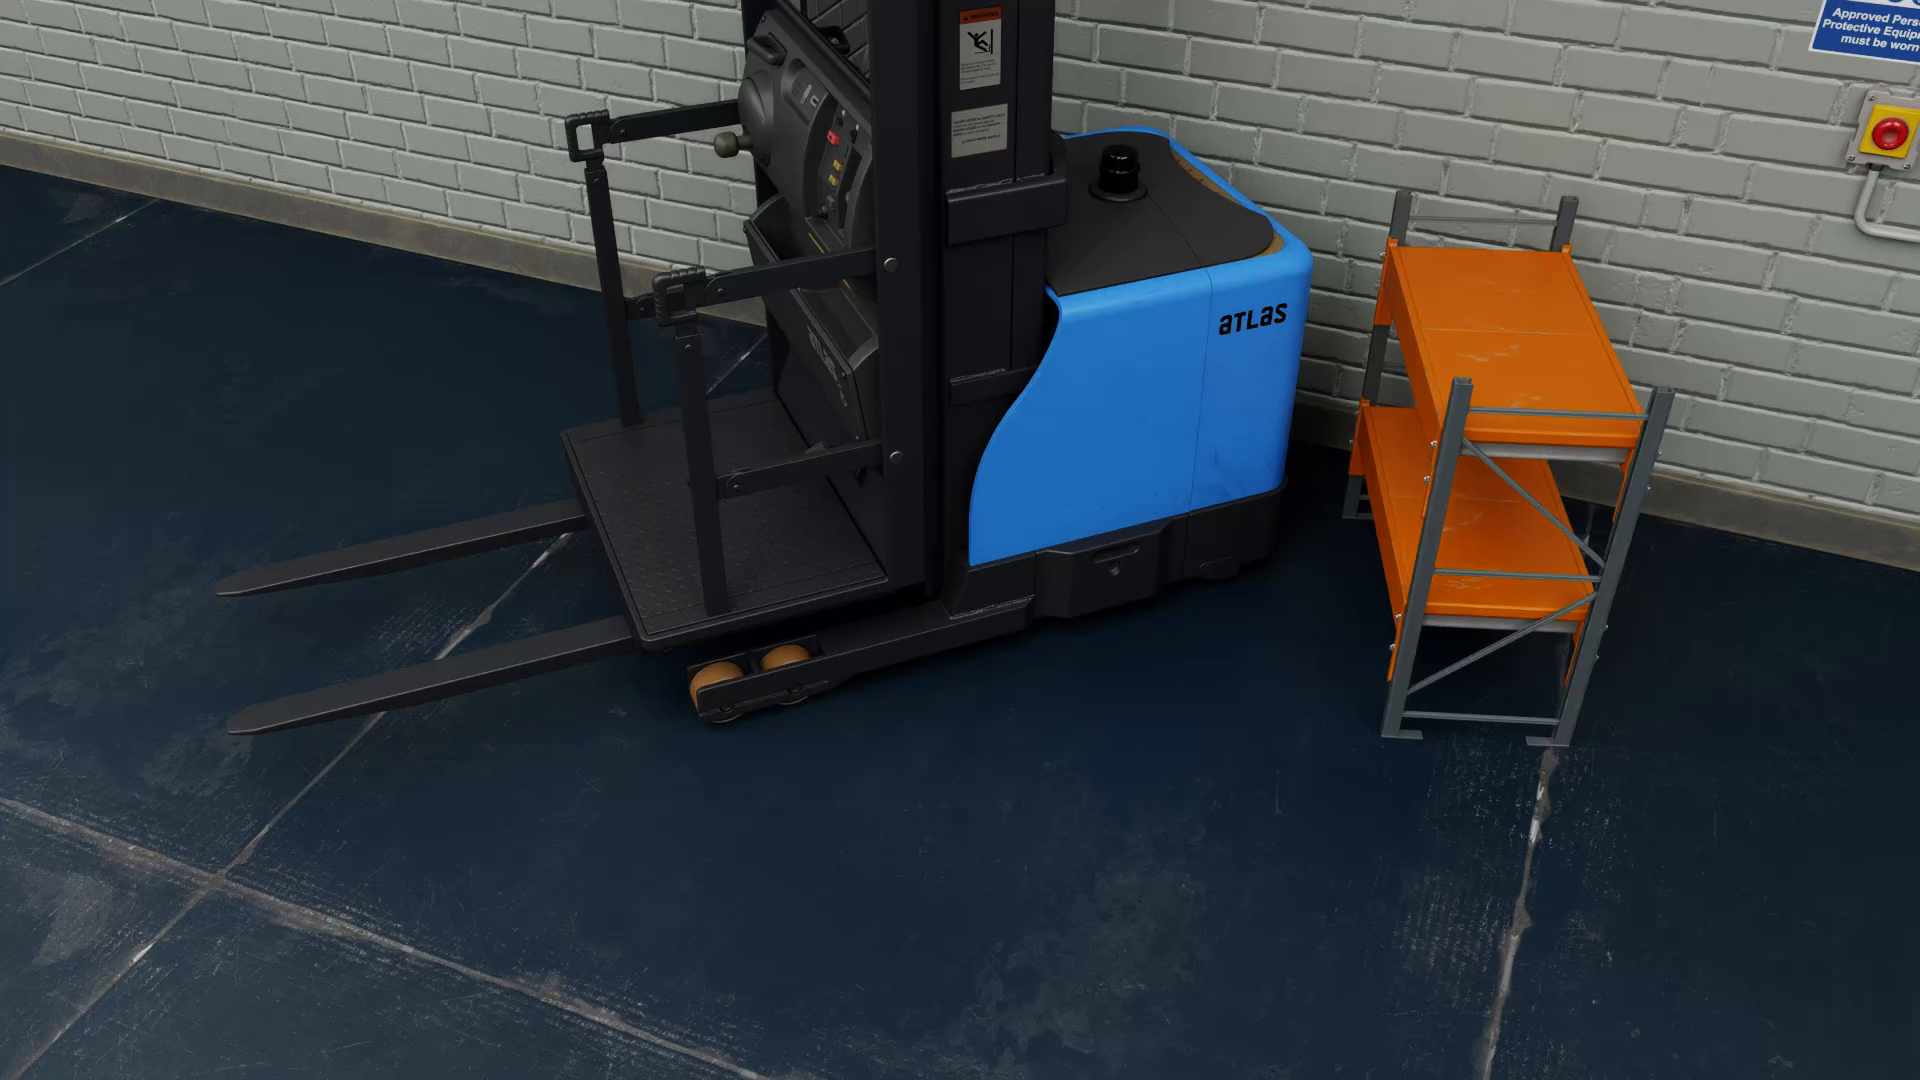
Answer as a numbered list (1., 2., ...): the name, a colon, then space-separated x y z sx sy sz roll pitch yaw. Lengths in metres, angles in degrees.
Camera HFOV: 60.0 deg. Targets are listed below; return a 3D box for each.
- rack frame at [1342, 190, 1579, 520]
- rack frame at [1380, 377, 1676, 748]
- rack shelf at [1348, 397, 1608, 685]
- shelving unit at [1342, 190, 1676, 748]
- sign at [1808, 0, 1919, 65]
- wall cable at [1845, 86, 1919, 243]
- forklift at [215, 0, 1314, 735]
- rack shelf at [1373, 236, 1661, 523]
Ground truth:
1. rack frame: 1.479 -0.516 5.001 0.500 1.125 0.032 3 37 4
2. rack frame: 1.399 0.091 4.189 0.500 1.125 0.032 3 37 4
3. rack shelf: 1.439 -0.017 4.741 0.538 0.278 1.000 3 37 4
4. shelving unit: 1.439 -0.213 4.595 0.538 1.125 1.048 3 37 4
5. sign: 2.422 -1.360 4.339 0.327 0.218 0.001 14 39 18
6. wall cable: 2.443 -1.627 4.046 0.585 1.953 0.123 14 39 18
7. forklift: -0.584 -1.031 4.182 3.031 2.935 1.130 -14 39 -18
8. rack shelf: 1.439 -0.447 4.420 0.538 0.278 1.000 3 37 4
